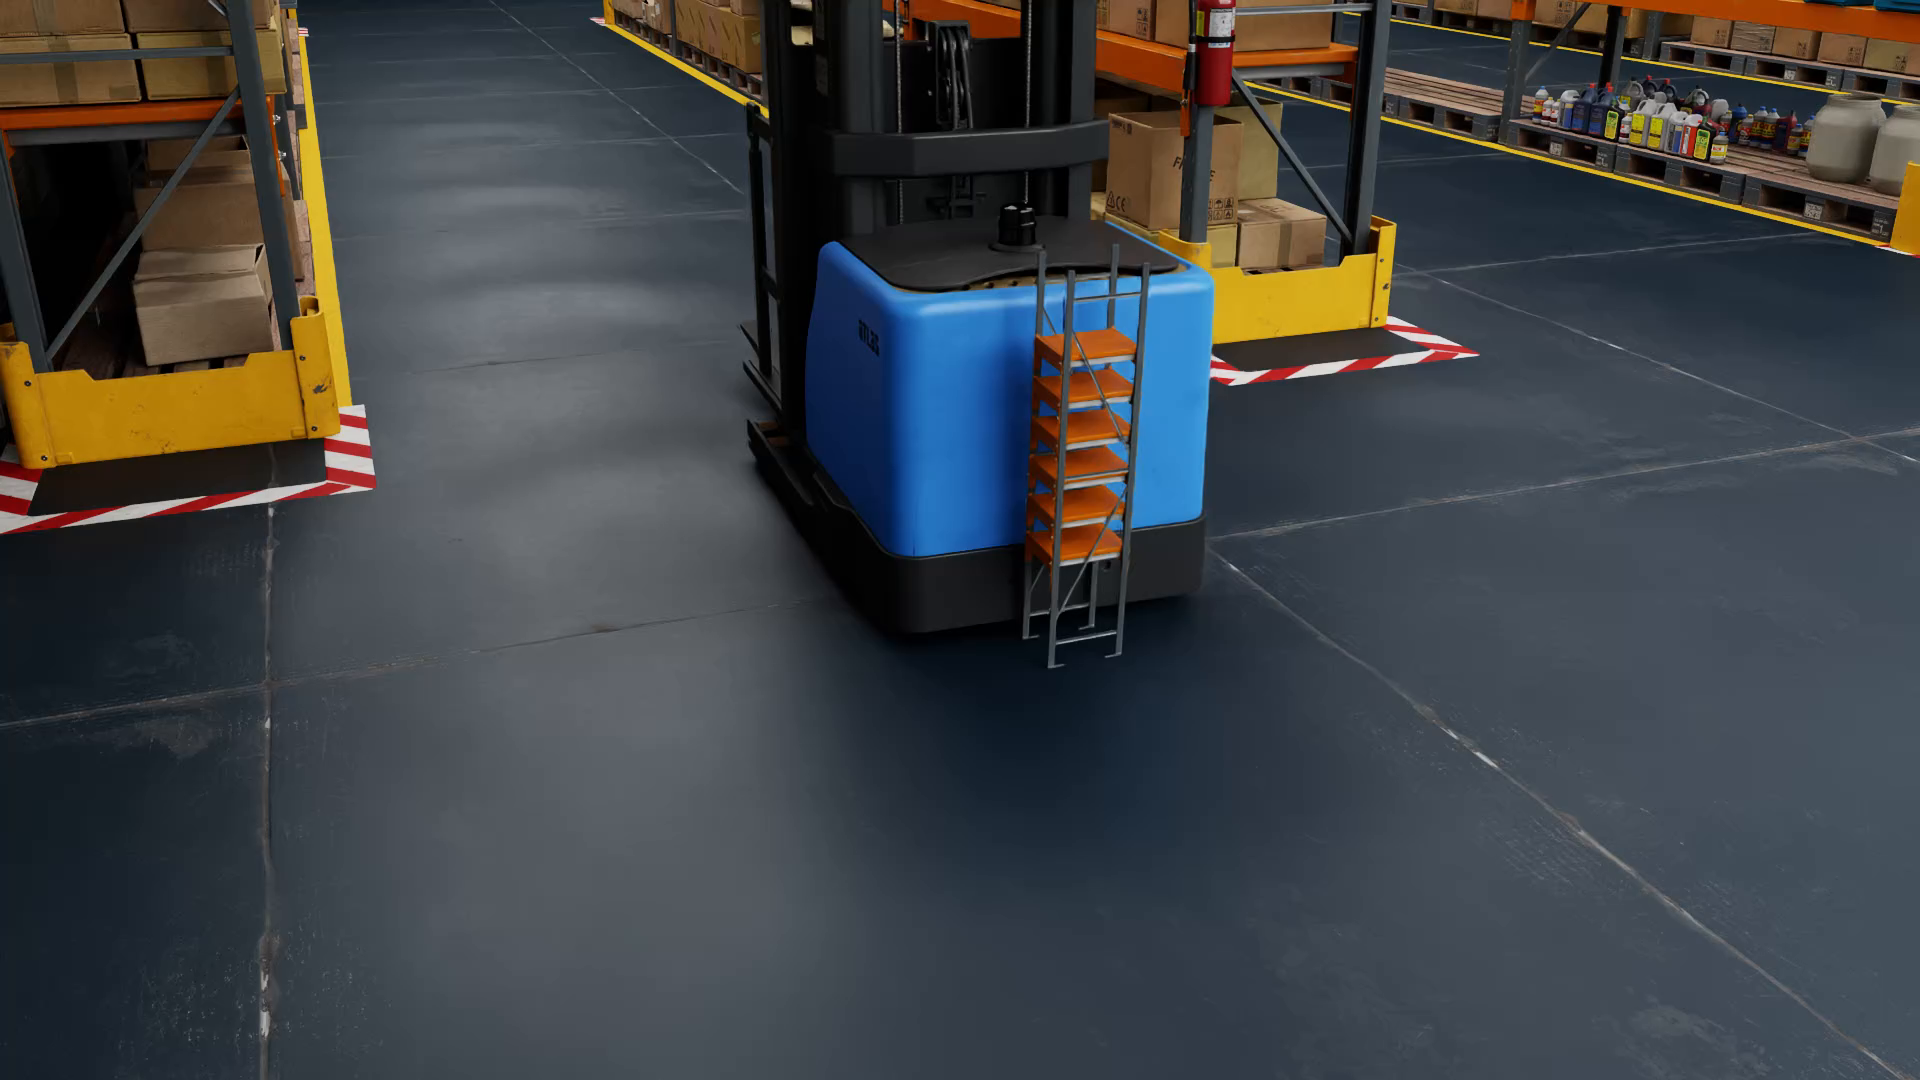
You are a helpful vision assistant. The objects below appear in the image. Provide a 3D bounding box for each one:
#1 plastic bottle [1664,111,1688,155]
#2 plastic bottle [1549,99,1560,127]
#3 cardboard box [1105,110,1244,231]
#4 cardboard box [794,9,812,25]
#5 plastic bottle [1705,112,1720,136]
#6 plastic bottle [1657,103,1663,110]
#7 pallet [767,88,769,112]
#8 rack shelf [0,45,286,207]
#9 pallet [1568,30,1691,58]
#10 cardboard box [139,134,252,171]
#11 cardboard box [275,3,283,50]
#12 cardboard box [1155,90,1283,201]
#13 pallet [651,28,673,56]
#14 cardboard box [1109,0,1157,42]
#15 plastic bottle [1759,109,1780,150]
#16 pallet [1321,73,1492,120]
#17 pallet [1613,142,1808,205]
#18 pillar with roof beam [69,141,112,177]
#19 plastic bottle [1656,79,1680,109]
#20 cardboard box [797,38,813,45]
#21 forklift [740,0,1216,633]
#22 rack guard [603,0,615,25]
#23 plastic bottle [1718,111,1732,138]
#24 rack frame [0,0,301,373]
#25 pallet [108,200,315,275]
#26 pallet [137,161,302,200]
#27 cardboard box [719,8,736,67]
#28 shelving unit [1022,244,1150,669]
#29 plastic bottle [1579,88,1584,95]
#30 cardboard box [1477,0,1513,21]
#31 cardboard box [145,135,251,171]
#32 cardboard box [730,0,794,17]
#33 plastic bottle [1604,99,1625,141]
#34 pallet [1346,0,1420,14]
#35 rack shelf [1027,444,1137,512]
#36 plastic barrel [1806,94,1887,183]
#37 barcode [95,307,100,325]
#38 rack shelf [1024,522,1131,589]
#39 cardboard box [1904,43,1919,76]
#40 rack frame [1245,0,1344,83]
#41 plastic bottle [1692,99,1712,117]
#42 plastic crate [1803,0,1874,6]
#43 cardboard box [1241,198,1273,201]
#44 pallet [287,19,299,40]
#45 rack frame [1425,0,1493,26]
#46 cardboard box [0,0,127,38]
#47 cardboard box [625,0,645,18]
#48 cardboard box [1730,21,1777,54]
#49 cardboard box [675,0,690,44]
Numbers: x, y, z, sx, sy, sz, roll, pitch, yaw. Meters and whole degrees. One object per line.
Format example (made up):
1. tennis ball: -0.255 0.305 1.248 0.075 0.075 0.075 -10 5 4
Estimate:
1. plastic bottle: 5.000 -2.822 11.523 0.152 0.276 0.135 -9 24 -20
2. plastic bottle: 4.533 -3.238 12.607 0.097 0.201 0.097 0 23 0
3. cardboard box: 1.068 -1.869 8.356 0.500 0.500 0.500 -8 24 -19
4. cardboard box: -1.374 -4.795 15.916 0.500 0.500 0.500 -9 25 -21
5. plastic bottle: 5.148 -2.790 11.437 0.061 0.283 0.133 -8 24 -19
6. plastic bottle: 5.002 -2.978 11.895 0.152 0.276 0.135 -8 24 -19
7. pallet: -1.036 -3.760 14.400 1.003 0.211 1.213 -8 24 -19
8. rack shelf: -3.803 -2.157 7.932 1.077 0.370 4.000 -8 24 -19
9. pallet: 7.771 -5.719 19.048 1.003 0.211 1.213 -8 24 -19
10. cardboard box: -4.786 -2.531 10.546 0.700 0.500 0.500 -7 24 -17
11. cardboard box: -3.520 -2.480 7.938 0.500 0.250 0.500 -8 24 -19
12. cardboard box: 1.376 -2.122 8.956 0.500 0.500 0.500 -8 24 -19
13. pallet: -2.945 -5.768 19.163 1.003 0.211 1.213 -8 24 -19
14. cardboard box: 1.193 -2.851 8.522 0.700 0.500 0.500 -8 24 -18
15. plastic bottle: 5.701 -2.893 11.698 0.097 0.271 0.097 0 23 0
16. pallet: 4.010 -4.014 15.001 1.003 0.211 1.213 -8 24 -19
17. pallet: 5.391 -2.596 11.637 1.003 0.211 1.213 -8 24 -19
18. pillar with roof beam: -2.246 -7.433 11.799 9.100 9.000 0.400 -8 24 -19
19. plastic bottle: 5.323 -3.293 12.544 0.144 0.351 0.185 -10 25 -22
20. cardboard box: -1.008 -3.929 13.487 0.500 0.311 0.500 -9 24 -20
21. forklift: -0.186 -1.620 5.820 1.130 2.935 3.031 -7 24 -17
22. rack guard: -4.089 -7.077 21.897 1.175 0.500 0.348 -8 24 -19
23. plastic bottle: 5.558 -3.008 12.060 0.097 0.201 0.097 0 23 0
24. rack frame: -3.097 -1.762 6.068 1.000 3.000 0.127 -8 24 -19
25. pallet: -4.240 -1.691 9.491 1.003 0.211 1.213 -8 24 -19
26. pallet: -4.786 -2.213 10.729 1.003 0.211 1.213 -8 24 -19
27. cardboard box: -2.023 -4.896 16.157 0.500 0.500 0.500 -9 25 -21
28. shelving unit: 0.346 -0.218 4.710 0.258 1.200 0.189 -9 28 -20
29. plastic bottle: 4.700 -3.251 12.532 0.061 0.283 0.133 -8 24 -19
30. cardboard box: 7.127 -6.821 20.267 1.225 0.875 0.875 -9 25 -21
31. cardboard box: -4.106 -1.895 9.035 0.500 0.500 0.500 -10 25 -23
32. cardboard box: -1.864 -5.074 15.612 0.500 0.250 0.500 -7 24 -17
33. plastic bottle: 4.741 -3.041 12.034 0.061 0.283 0.133 -7 24 -17
34. pallet: 5.936 -7.607 23.527 1.003 0.211 1.213 -8 24 -19
35. rack shelf: 0.345 -0.178 4.729 0.258 0.103 0.180 -9 28 -20
36. plastic barrel: 5.690 -2.579 10.670 0.421 0.512 0.421 0 23 0
37. barcode: -3.638 -0.945 7.014 0.001 0.075 0.075 -8 24 -19
38. rack shelf: 0.339 0.038 4.835 0.258 0.103 0.180 -9 28 -20
39. cardboard box: 9.195 -4.531 15.290 0.700 0.500 0.500 -10 25 -23
40. rack frame: 3.345 -6.028 16.190 1.000 3.000 0.127 -8 24 -19
41. plastic bottle: 5.392 -3.070 12.102 0.061 0.283 0.133 -8 24 -19
42. plastic crate: 5.491 -3.430 10.218 0.499 0.251 0.408 -8 24 -19
43. cardboard box: 1.375 -1.776 9.101 0.500 0.250 0.500 -8 24 -19
44. pallet: -8.393 -6.011 19.739 1.003 0.211 1.213 -8 24 -19
45. rack frame: 6.566 -8.161 21.251 1.000 3.000 0.127 -8 24 -19
46. cardboard box: -3.462 -2.190 6.285 0.500 0.500 0.500 -9 24 -20
47. cardboard box: -3.836 -6.592 20.503 0.500 0.250 0.500 -8 24 -19
48. cardboard box: 8.442 -5.318 17.157 0.700 0.500 0.500 -10 25 -23
49. cardboard box: -2.760 -5.645 17.933 0.500 0.500 0.500 -9 25 -21
